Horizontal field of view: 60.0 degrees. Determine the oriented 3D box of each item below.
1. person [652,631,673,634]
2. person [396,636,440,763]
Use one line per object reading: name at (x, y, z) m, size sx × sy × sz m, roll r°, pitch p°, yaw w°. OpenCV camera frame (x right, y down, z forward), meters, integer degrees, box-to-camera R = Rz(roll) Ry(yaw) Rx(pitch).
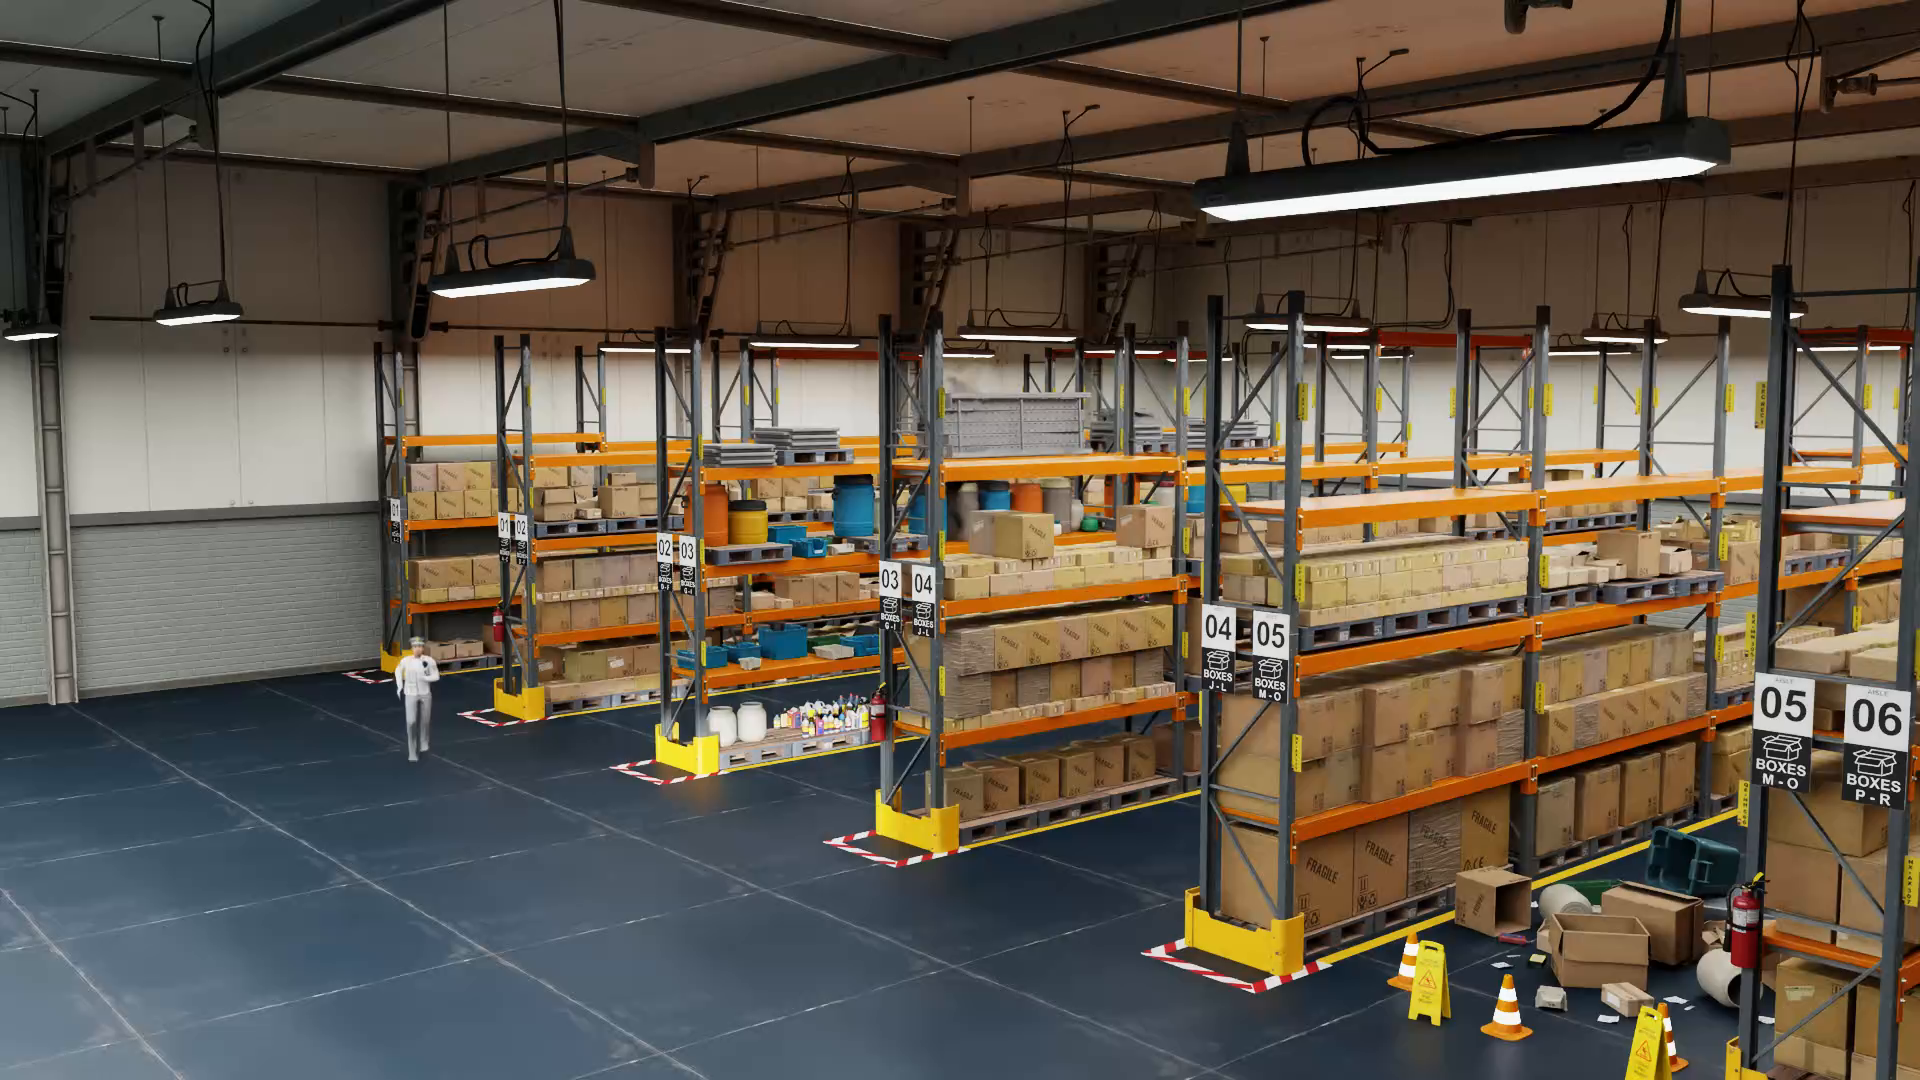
person at (-5.331, 1.609, 29.938) m, size 0.543 × 1.720 × 0.723 m, roll 5°, pitch 7°, yaw 42°
person at (-7.570, 2.209, 23.238) m, size 0.582 × 1.755 × 0.758 m, roll -2°, pitch 5°, yaw -19°
